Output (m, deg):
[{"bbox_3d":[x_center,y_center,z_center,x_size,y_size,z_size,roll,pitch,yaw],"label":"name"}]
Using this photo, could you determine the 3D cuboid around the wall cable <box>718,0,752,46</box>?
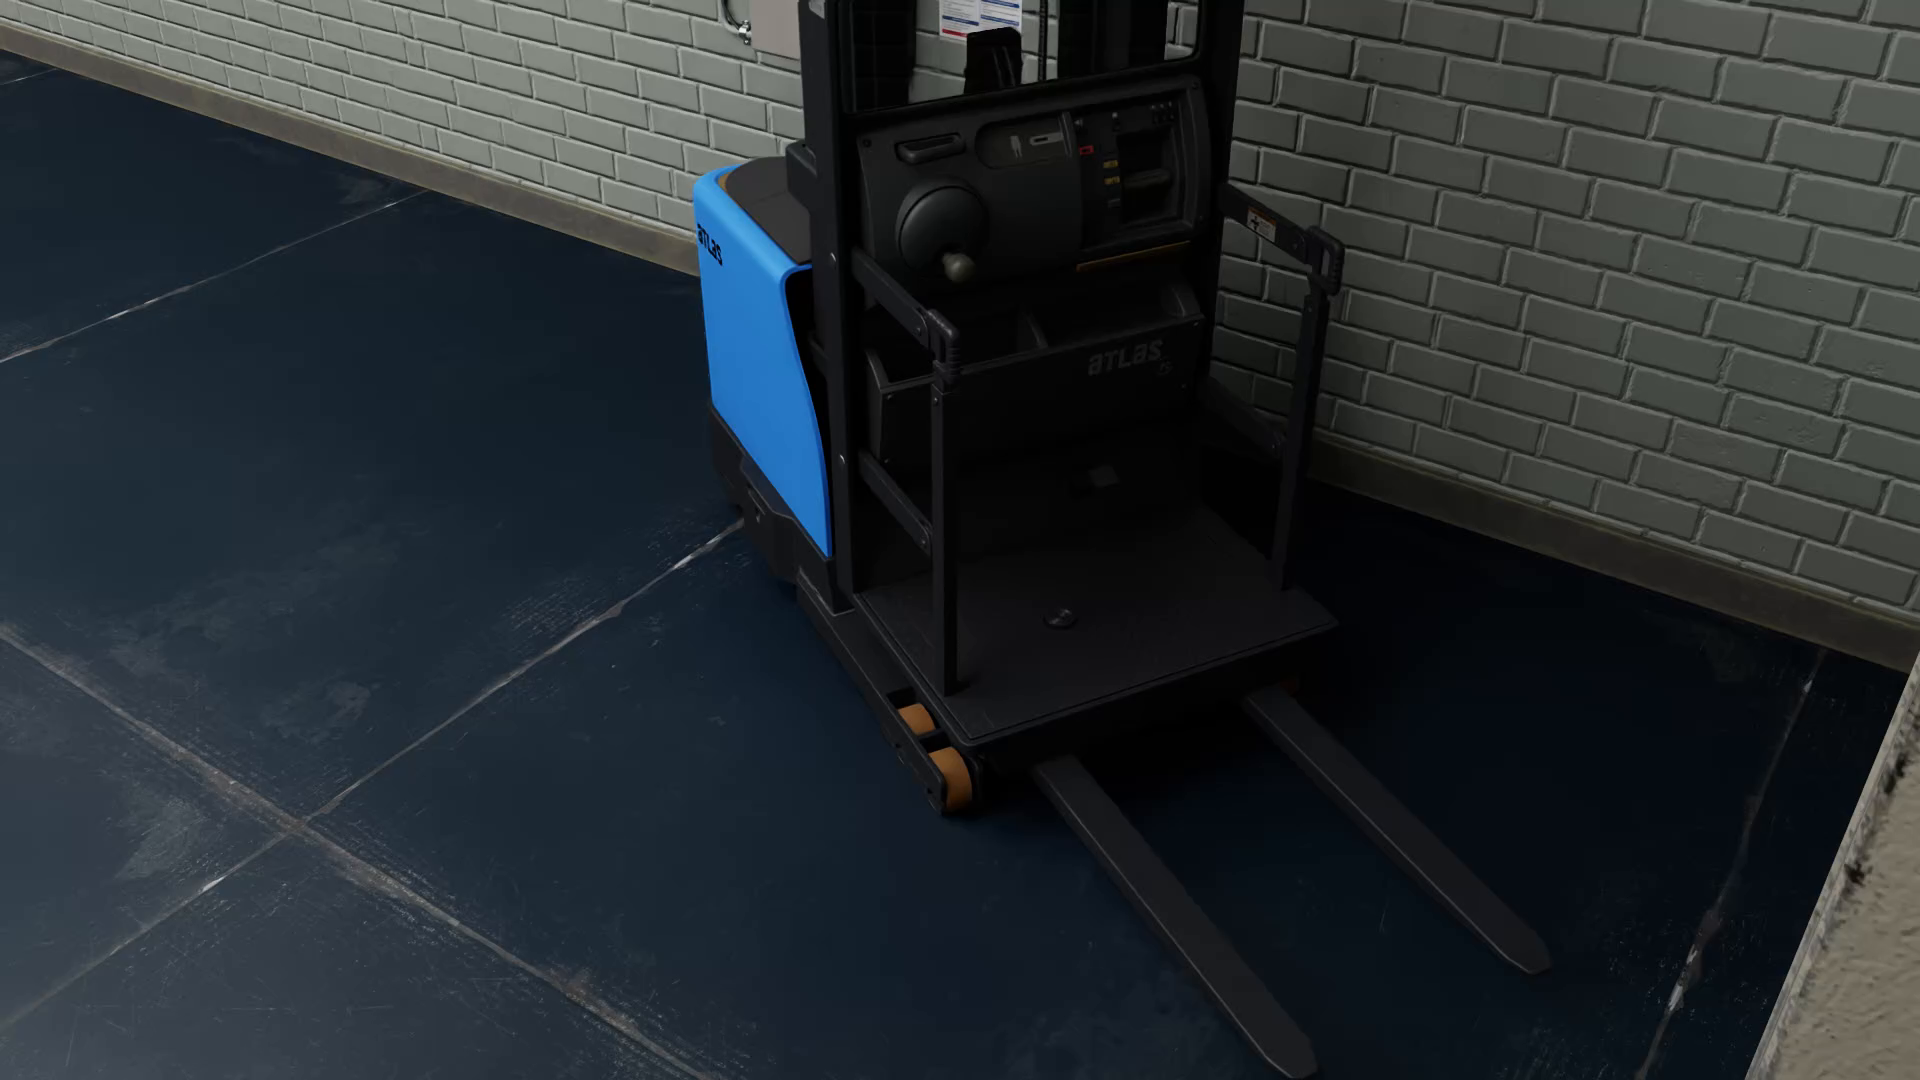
[{"bbox_3d":[-0.932,-2.674,5.619,0.588,1.984,0.122,21,39,28],"label":"wall cable"}]

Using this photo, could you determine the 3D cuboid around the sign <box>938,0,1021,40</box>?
[{"bbox_3d":[0.063,-1.861,5.408,0.329,0.494,0.001,21,39,28],"label":"sign"}]

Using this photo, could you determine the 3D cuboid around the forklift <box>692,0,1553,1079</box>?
[{"bbox_3d":[0.290,-0.805,3.824,1.130,2.935,3.031,-15,37,-21],"label":"forklift"}]

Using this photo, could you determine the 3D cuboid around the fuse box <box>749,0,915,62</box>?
[{"bbox_3d":[-0.461,-1.429,5.835,0.539,1.711,0.414,21,39,28],"label":"fuse box"}]
